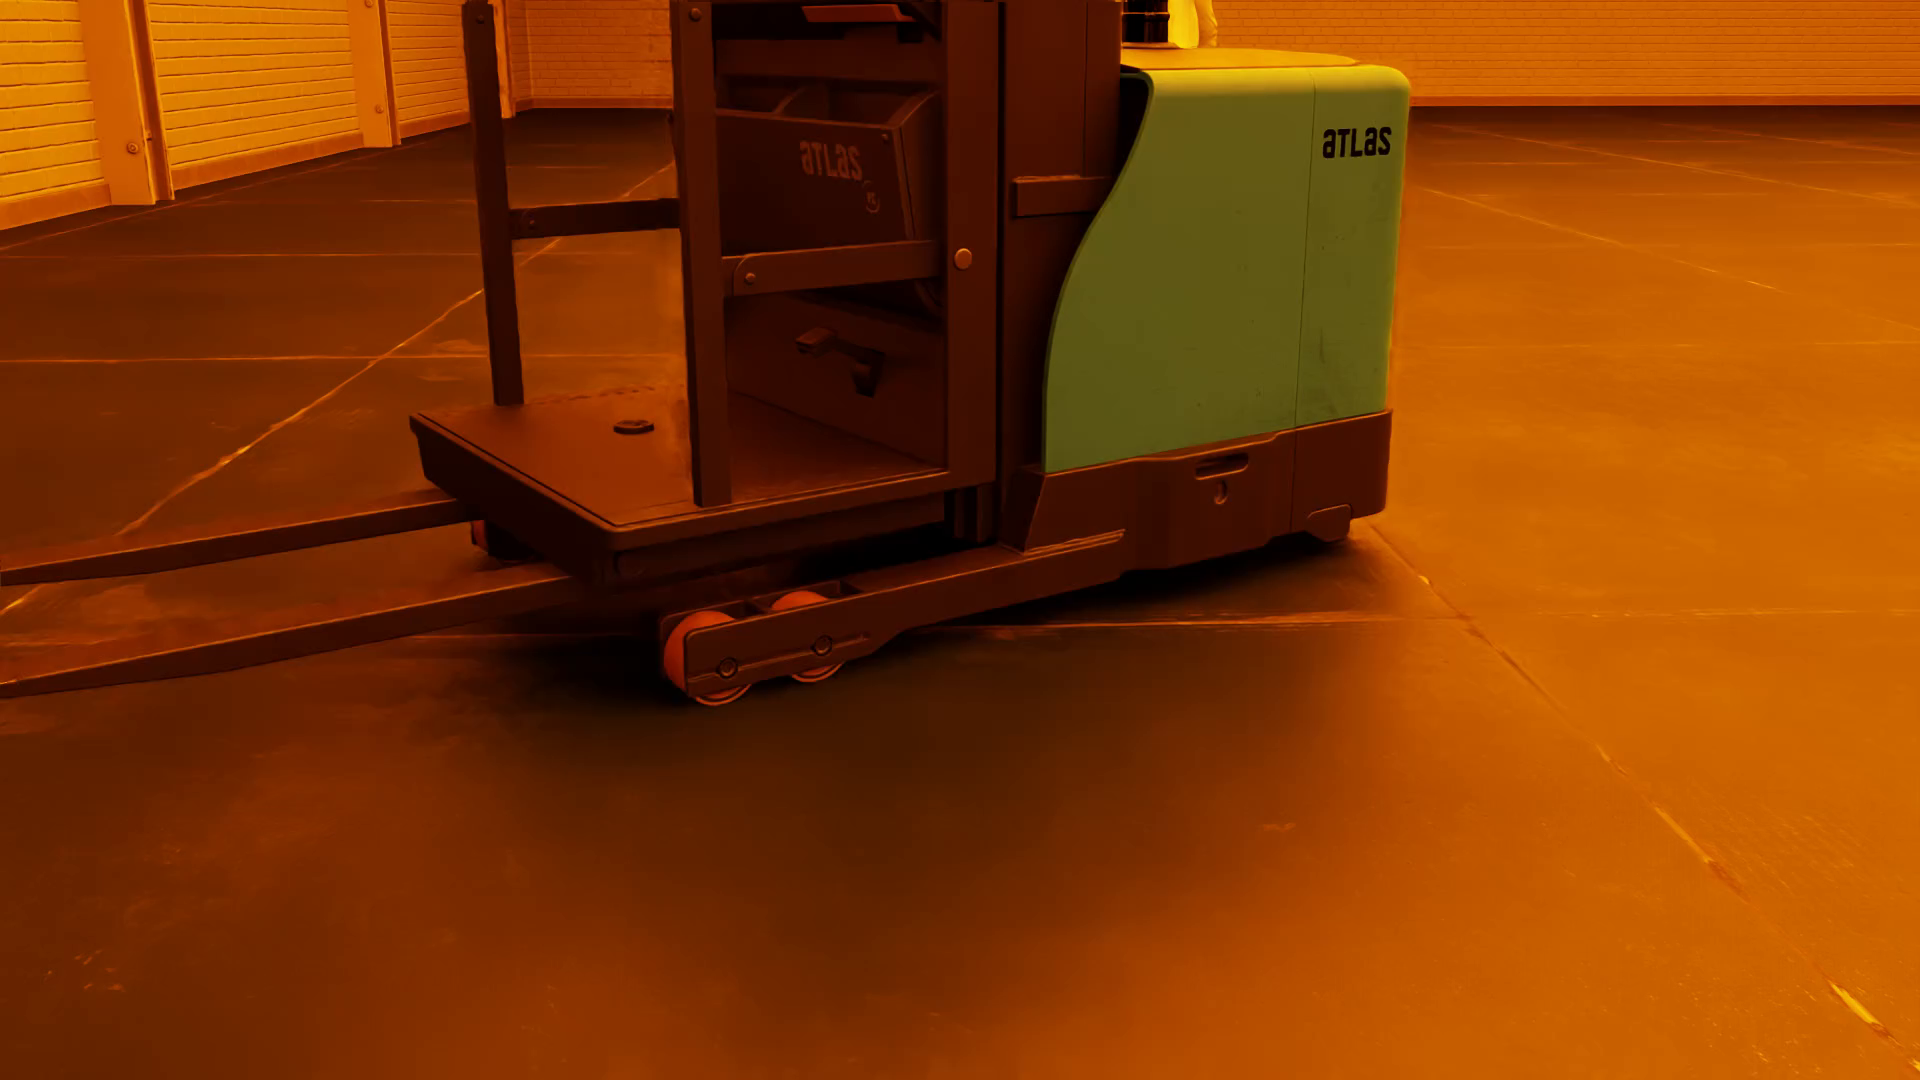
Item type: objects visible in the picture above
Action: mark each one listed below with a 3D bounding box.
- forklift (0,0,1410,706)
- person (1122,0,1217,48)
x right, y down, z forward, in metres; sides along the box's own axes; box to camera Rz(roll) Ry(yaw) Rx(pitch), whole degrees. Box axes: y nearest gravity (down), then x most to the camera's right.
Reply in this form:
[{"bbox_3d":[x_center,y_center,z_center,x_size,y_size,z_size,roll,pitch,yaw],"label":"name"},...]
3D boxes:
[{"bbox_3d":[-0.495,-1.282,3.099,3.031,2.935,1.130,-11,20,-33],"label":"forklift"},{"bbox_3d":[0.720,-1.821,6.812,0.633,1.774,0.568,-3,17,-9],"label":"person"}]
